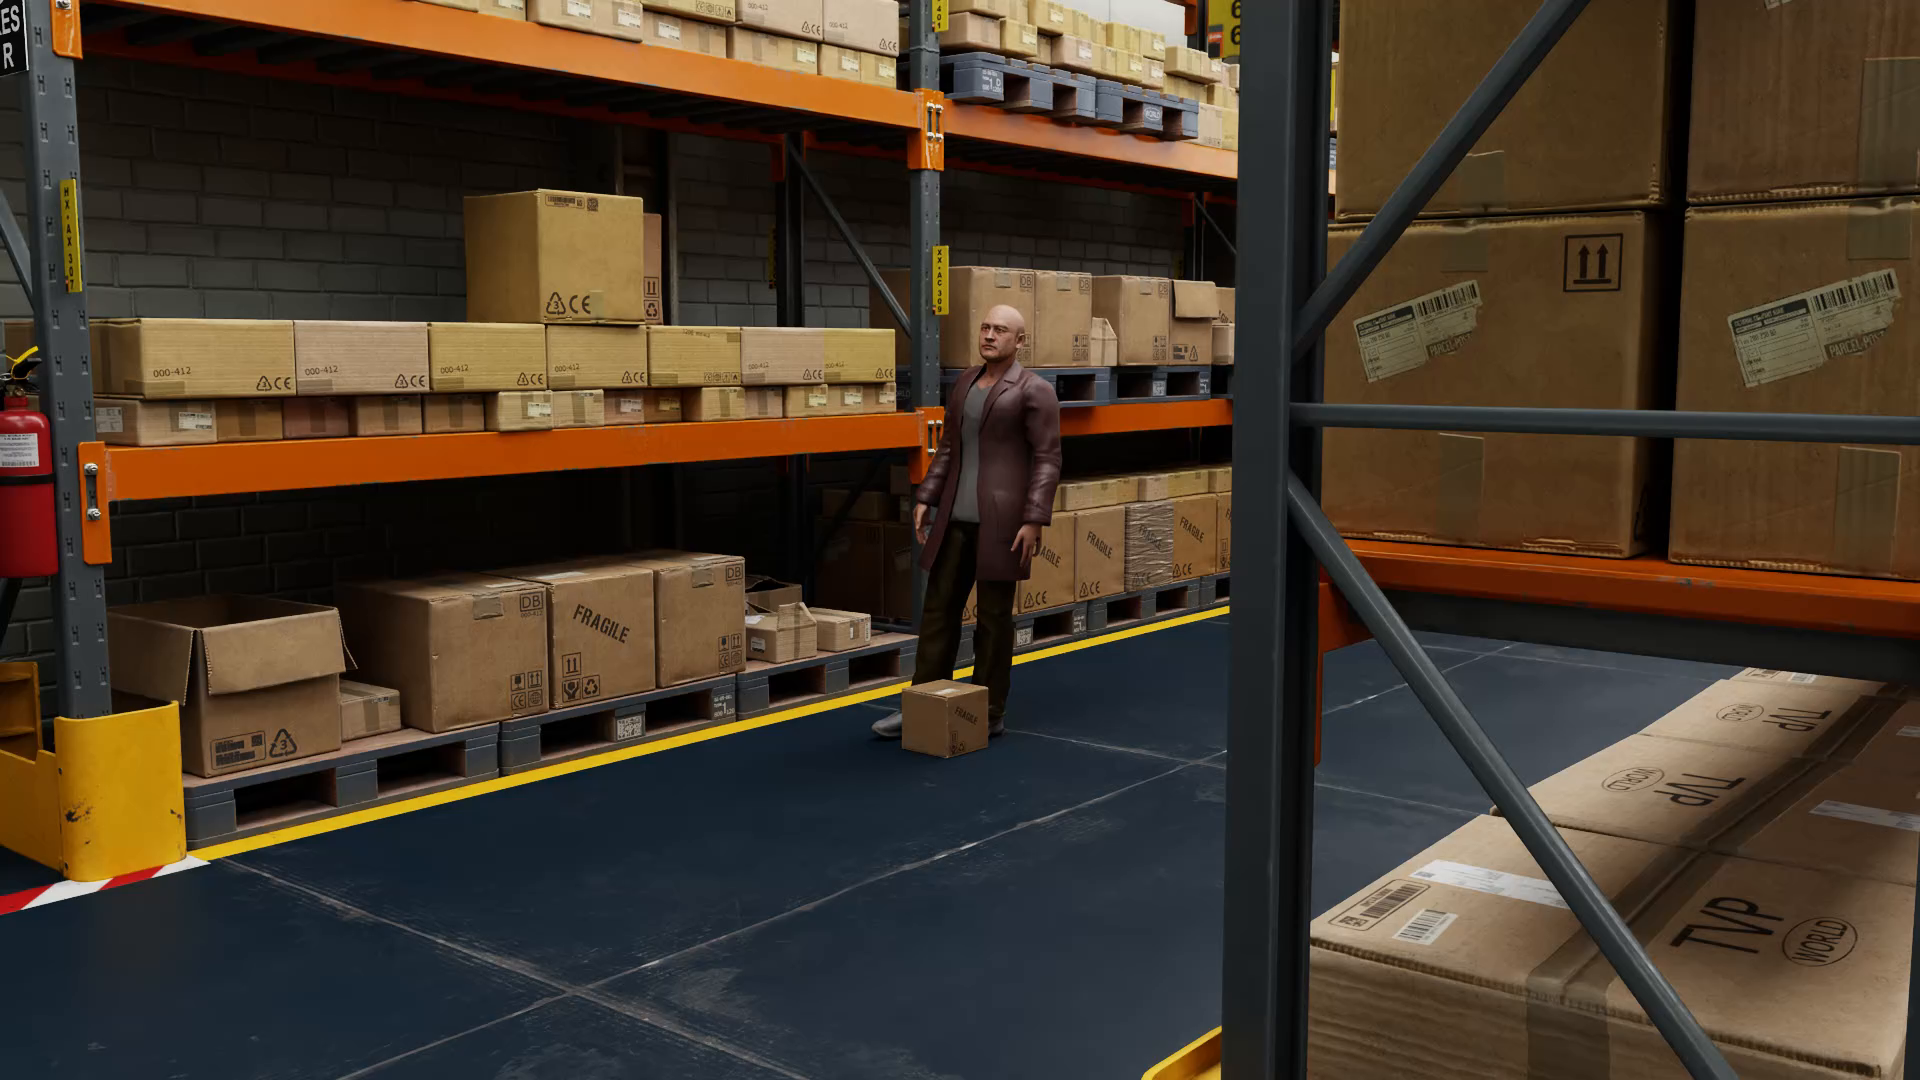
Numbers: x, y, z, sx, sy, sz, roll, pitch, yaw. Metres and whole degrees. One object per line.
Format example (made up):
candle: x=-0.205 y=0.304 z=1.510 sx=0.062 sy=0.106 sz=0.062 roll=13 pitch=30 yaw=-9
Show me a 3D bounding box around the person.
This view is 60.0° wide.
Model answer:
person: x=0.042 y=0.030 z=6.797 sx=0.695 sy=1.582 sz=0.582 roll=5 pitch=8 yaw=39
